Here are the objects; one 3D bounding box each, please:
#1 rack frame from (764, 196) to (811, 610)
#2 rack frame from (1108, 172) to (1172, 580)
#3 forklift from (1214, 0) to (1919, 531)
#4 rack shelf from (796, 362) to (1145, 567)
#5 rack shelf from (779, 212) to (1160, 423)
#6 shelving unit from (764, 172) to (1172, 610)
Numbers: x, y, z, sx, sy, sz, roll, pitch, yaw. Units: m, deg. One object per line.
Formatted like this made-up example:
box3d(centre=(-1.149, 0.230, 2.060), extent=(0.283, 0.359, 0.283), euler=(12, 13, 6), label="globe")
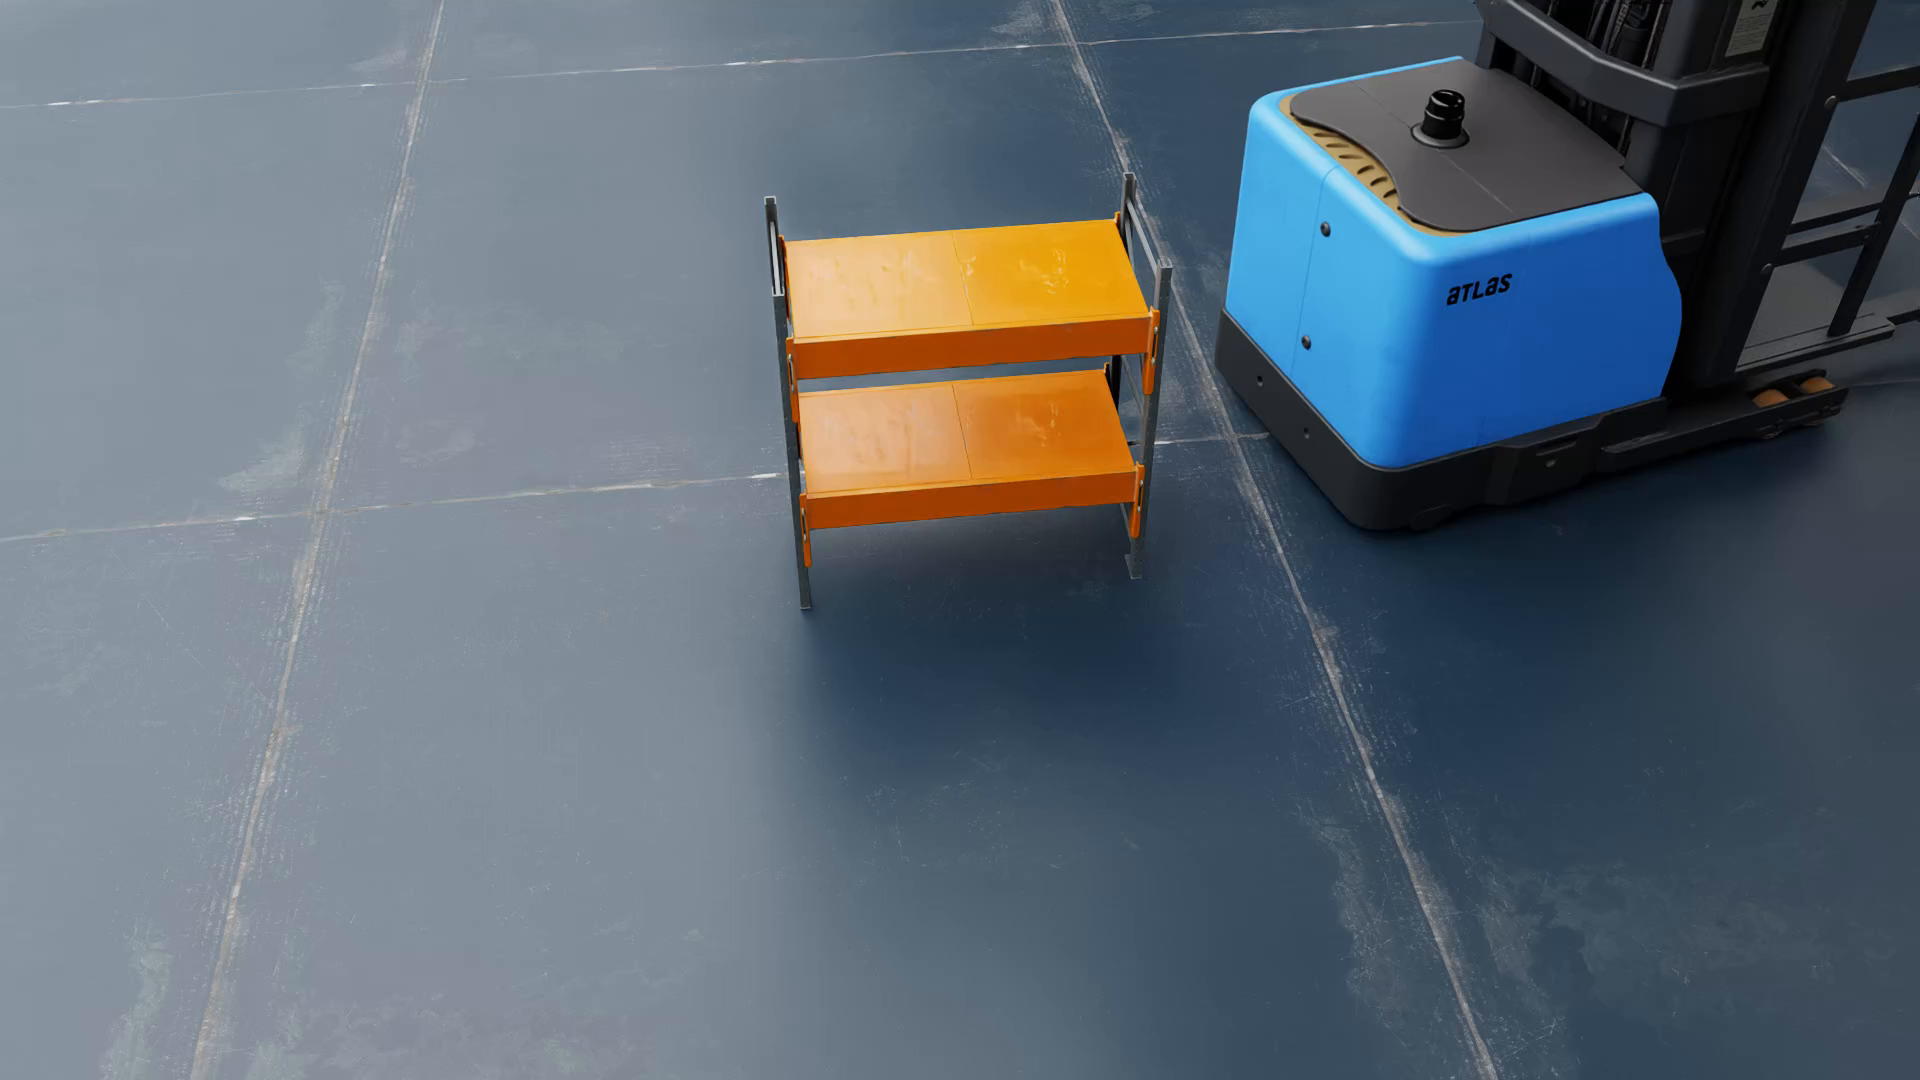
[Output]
box3d(centre=(-0.497, -0.374, 4.825), extent=(0.032, 1.125, 0.500), euler=(-5, 42, -6), label="rack frame")
box3d(centre=(0.511, -0.462, 4.923), extent=(0.032, 1.125, 0.500), euler=(-5, 42, -6), label="rack frame")
box3d(centre=(2.459, -1.744, 4.995), extent=(3.031, 2.935, 1.130), euler=(-15, 44, -16), label="forklift")
box3d(centre=(0.007, -0.237, 5.038), extent=(1.000, 0.278, 0.538), euler=(-5, 42, -6), label="rack shelf")
box3d(centre=(0.007, -0.636, 4.678), extent=(1.000, 0.278, 0.538), euler=(-5, 42, -6), label="rack shelf")
box3d(centre=(0.007, -0.418, 4.874), extent=(1.048, 1.125, 0.538), euler=(-5, 42, -6), label="shelving unit")
